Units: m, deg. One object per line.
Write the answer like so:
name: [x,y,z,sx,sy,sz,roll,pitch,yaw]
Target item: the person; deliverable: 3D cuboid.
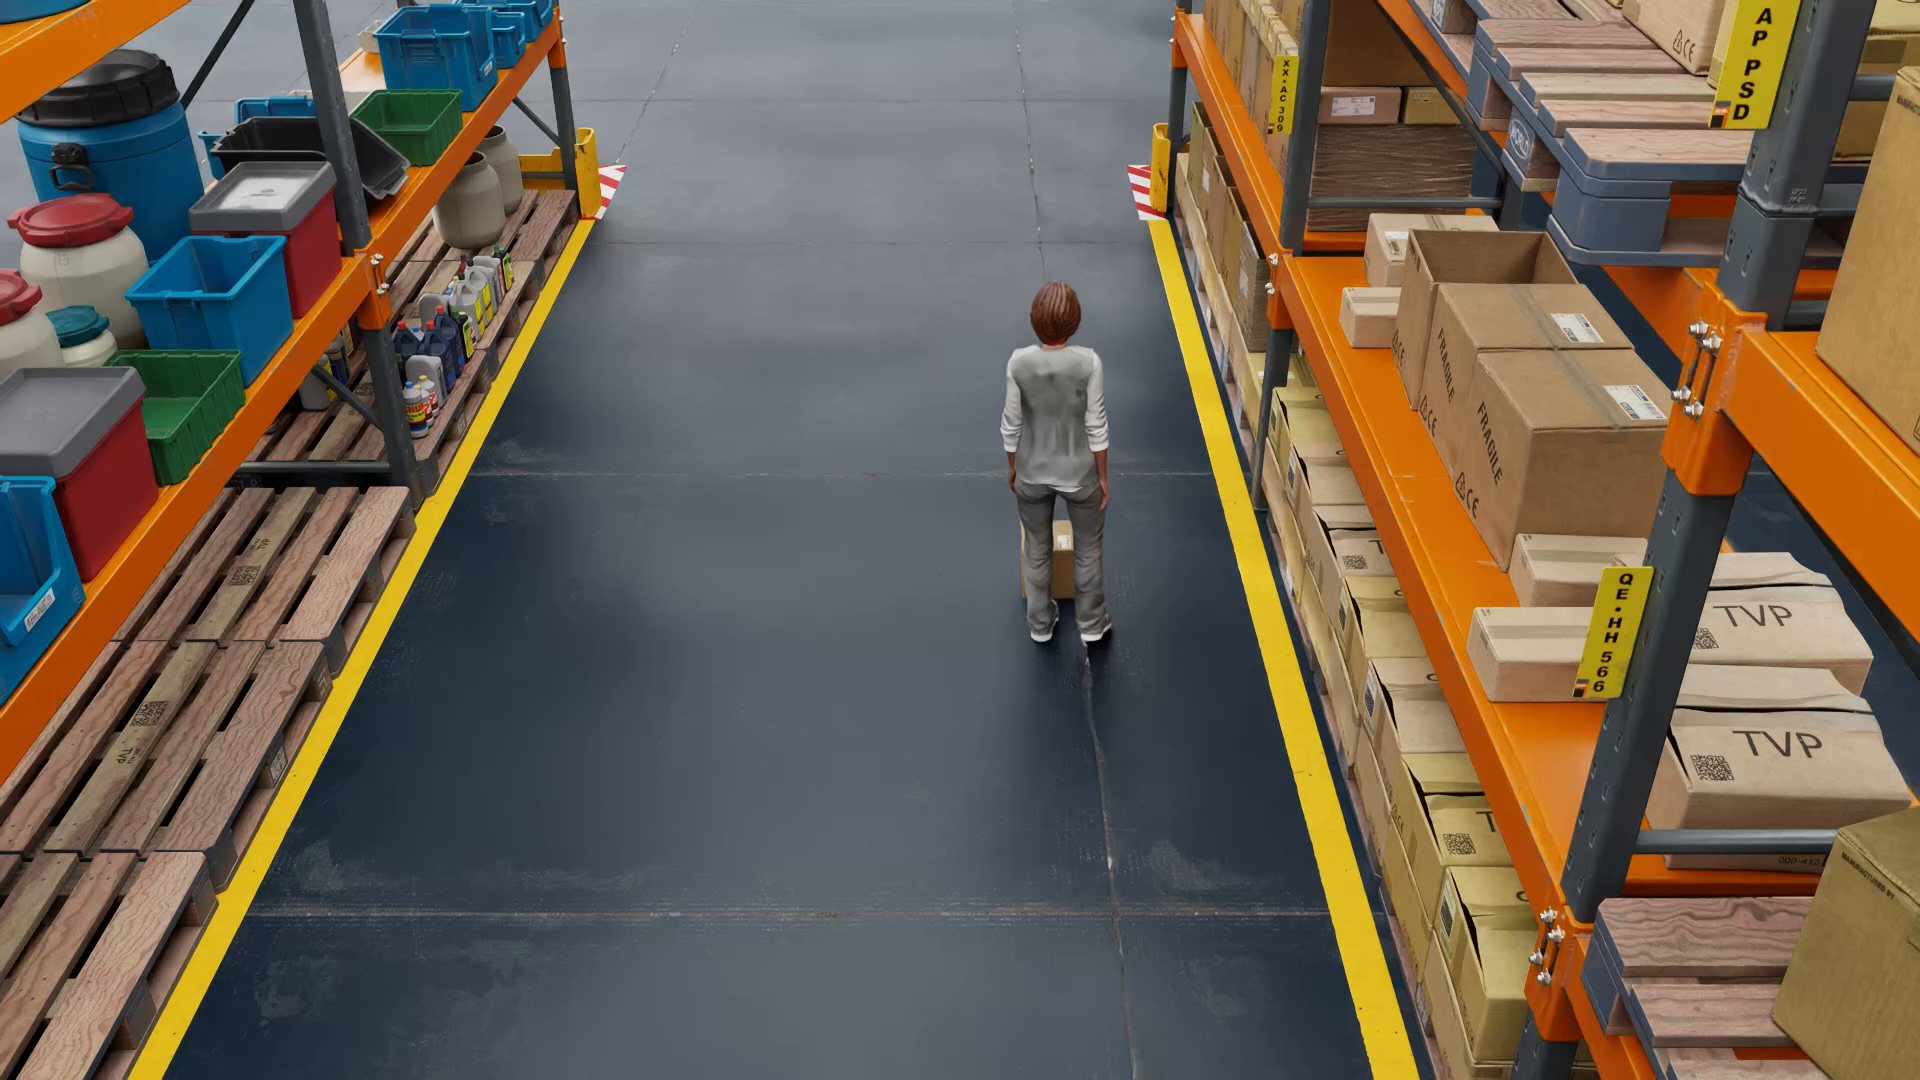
person: [0.395,-0.270,6.549,0.461,1.612,0.398,5,32,7]
